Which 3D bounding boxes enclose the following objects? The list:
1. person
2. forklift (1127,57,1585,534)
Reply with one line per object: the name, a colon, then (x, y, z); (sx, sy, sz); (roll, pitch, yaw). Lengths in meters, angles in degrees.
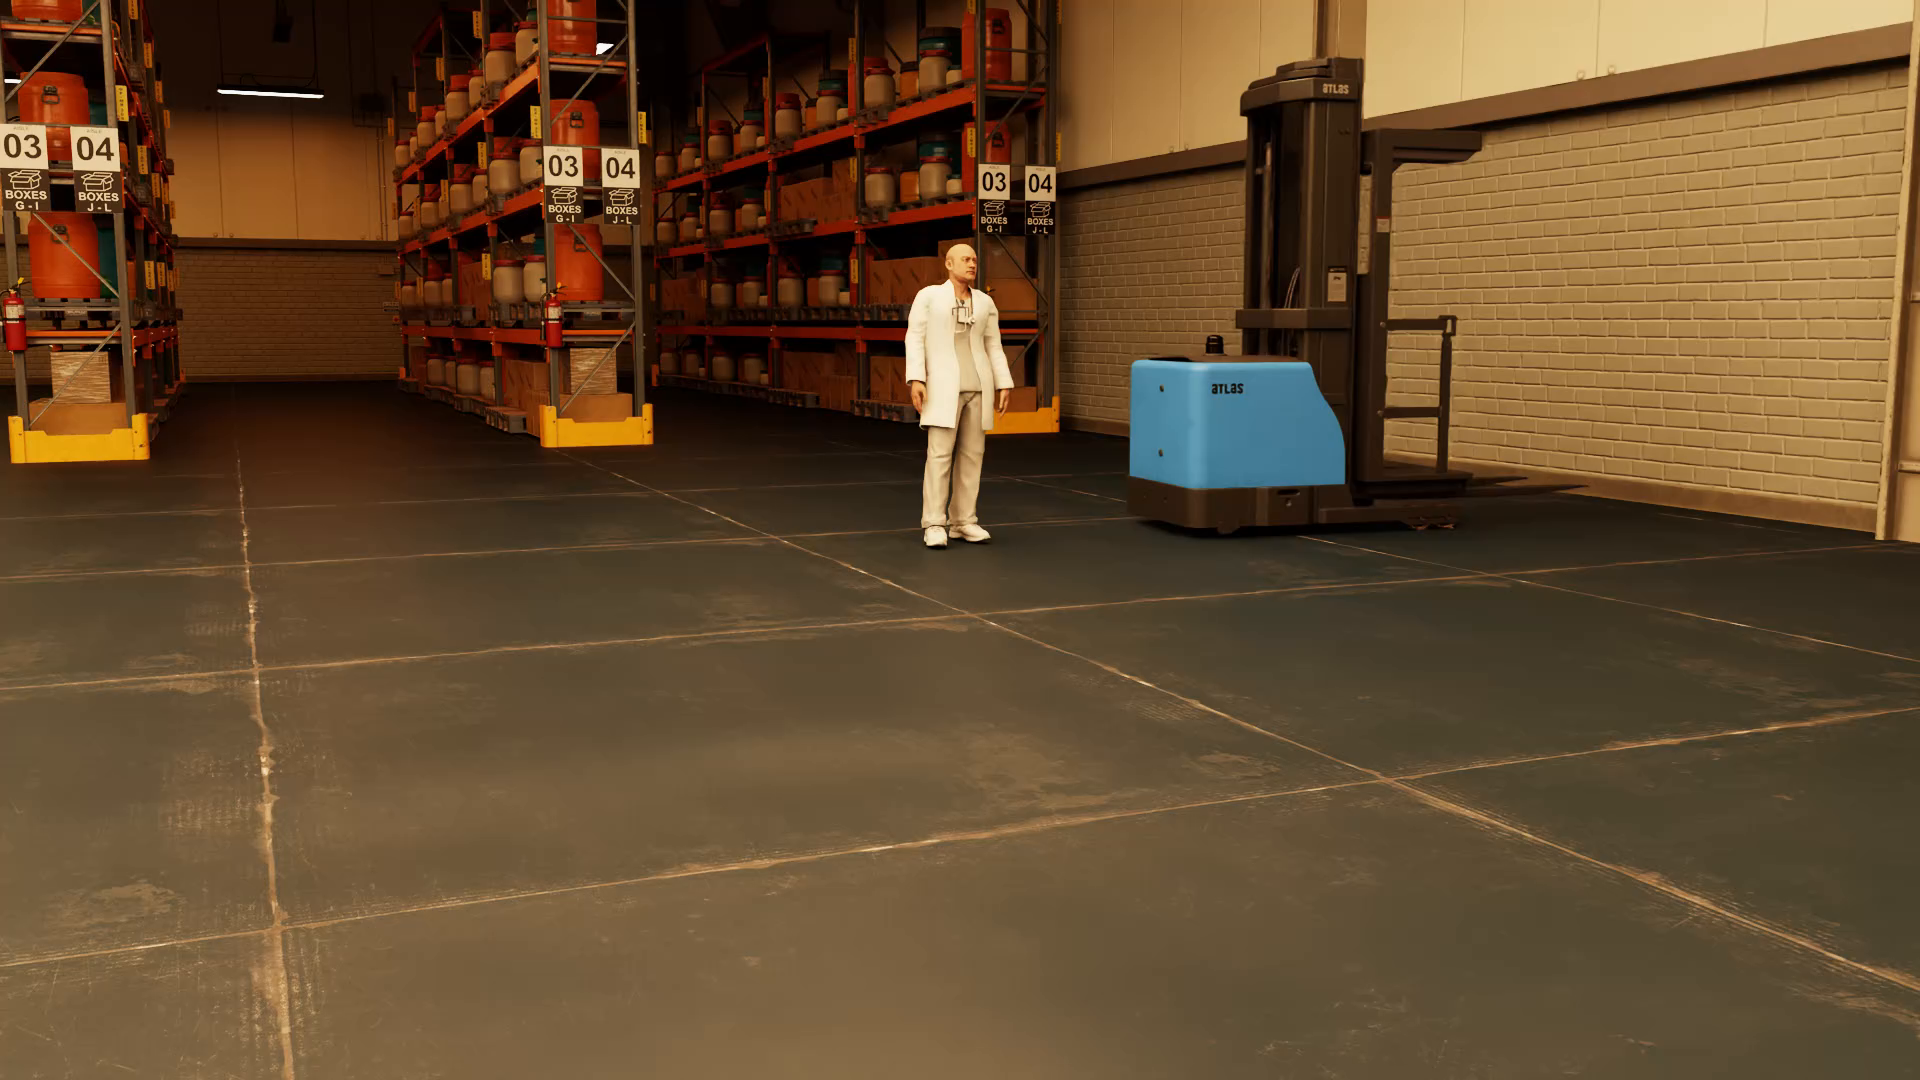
person: (0.032, -0.877, 9.953); (0.698, 1.776, 0.580); (-3, 8, -23)
forklift: (2.681, -1.576, 10.896); (3.031, 2.935, 1.130); (-2, 8, -18)
